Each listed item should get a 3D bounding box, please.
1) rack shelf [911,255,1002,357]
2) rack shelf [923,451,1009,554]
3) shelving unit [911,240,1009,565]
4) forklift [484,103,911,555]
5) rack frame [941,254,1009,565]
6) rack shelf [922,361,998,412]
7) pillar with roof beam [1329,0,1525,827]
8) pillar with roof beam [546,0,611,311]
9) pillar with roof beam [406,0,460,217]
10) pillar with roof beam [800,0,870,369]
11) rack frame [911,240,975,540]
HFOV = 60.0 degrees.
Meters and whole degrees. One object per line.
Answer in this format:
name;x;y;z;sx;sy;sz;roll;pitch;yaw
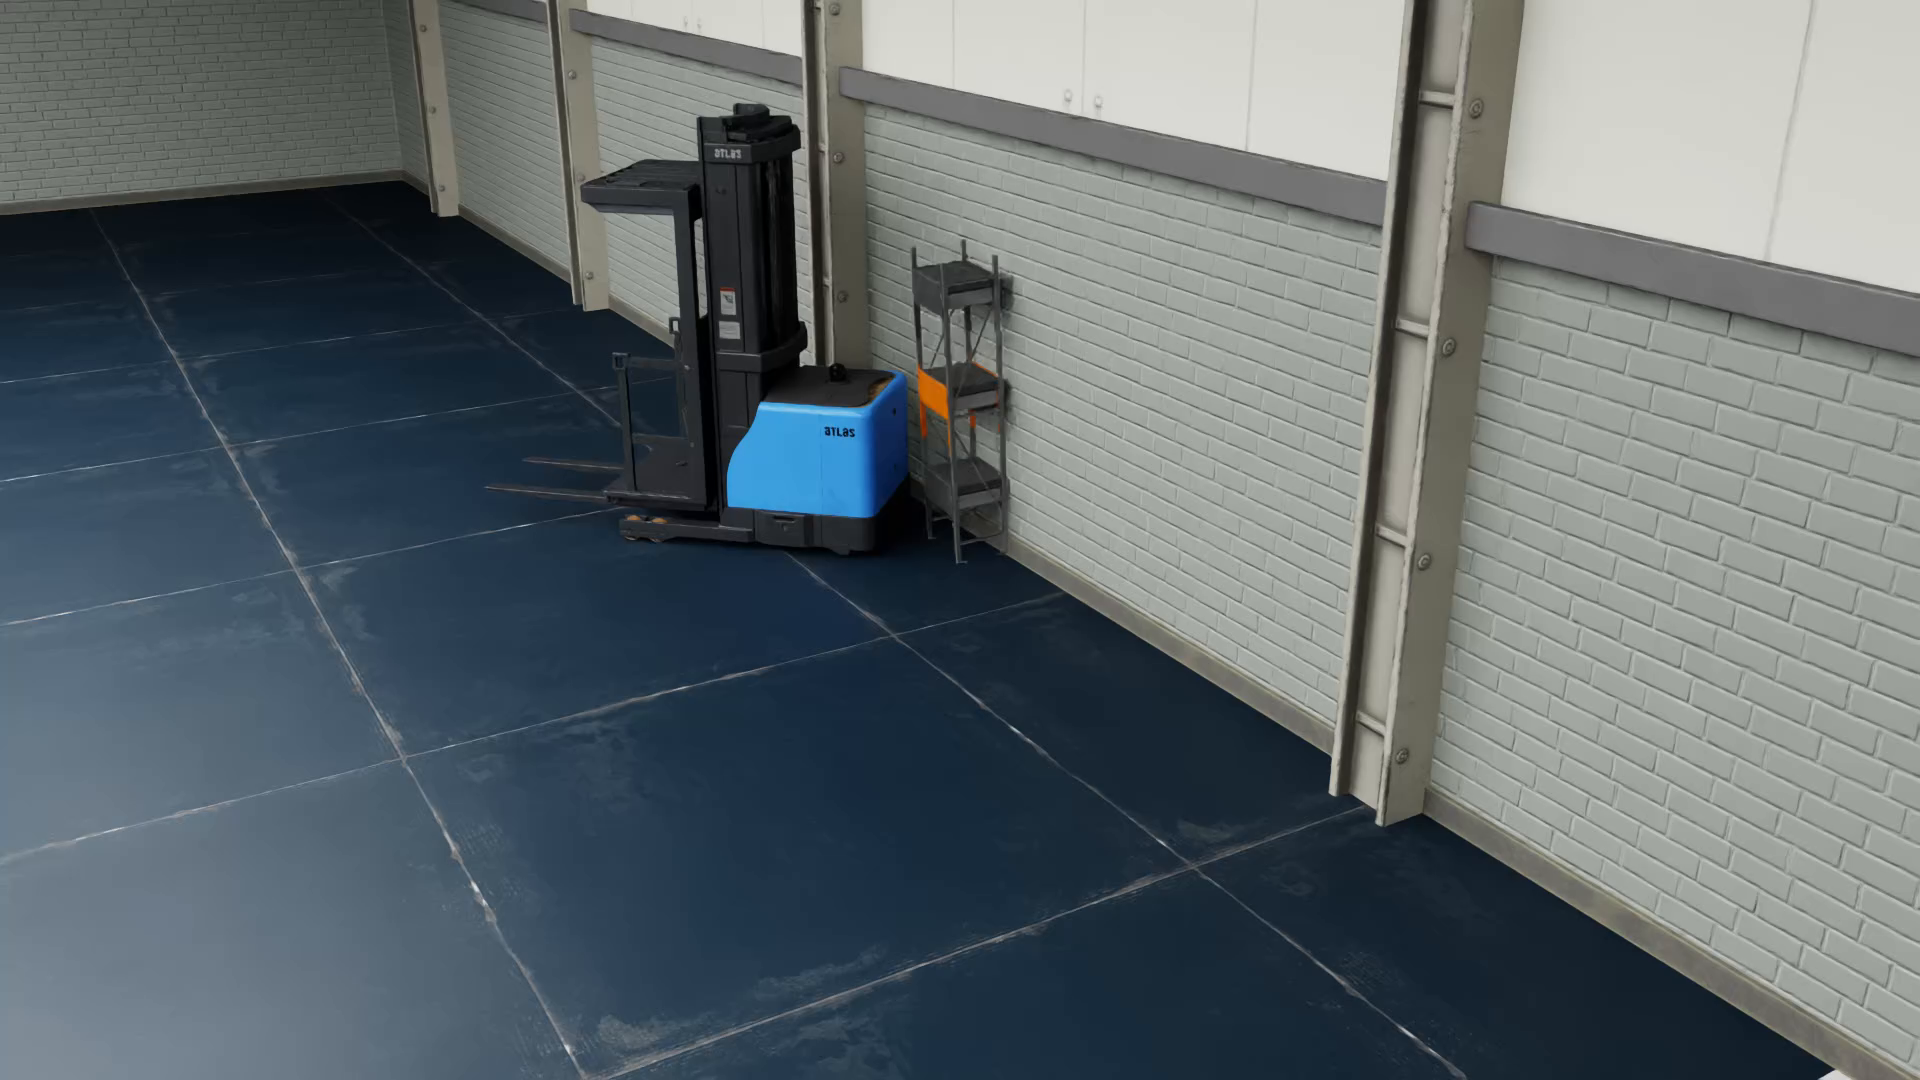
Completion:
rack shelf;-0.023;-1.550;10.986;0.431;0.518;0.480;-13;25;-21
rack shelf;0.042;-0.268;11.545;0.431;0.518;0.480;-13;25;-21
shelving unit;0.009;-0.921;11.260;0.431;2.100;0.503;-13;25;-21
forklift;-1.938;-1.530;11.682;3.031;2.935;1.130;5;23;12
rack frame;0.111;-0.837;11.055;0.400;2.100;0.015;-13;25;-21
rack shelf;0.003;-1.034;11.211;0.368;0.174;0.457;-13;25;-21
pillar with roof beam;-1.565;-2.002;4.787;9.100;9.000;0.400;-13;25;-28
pillar with roof beam;-7.694;-5.887;14.344;9.100;9.000;0.400;-13;25;-28
pillar with roof beam;-10.759;-7.829;19.123;9.100;9.000;0.400;-13;25;-28
pillar with roof beam;-4.629;-3.945;9.566;9.100;9.000;0.400;-13;25;-28
rack frame;-0.093;-1.005;11.465;0.400;2.100;0.015;-13;25;-21
